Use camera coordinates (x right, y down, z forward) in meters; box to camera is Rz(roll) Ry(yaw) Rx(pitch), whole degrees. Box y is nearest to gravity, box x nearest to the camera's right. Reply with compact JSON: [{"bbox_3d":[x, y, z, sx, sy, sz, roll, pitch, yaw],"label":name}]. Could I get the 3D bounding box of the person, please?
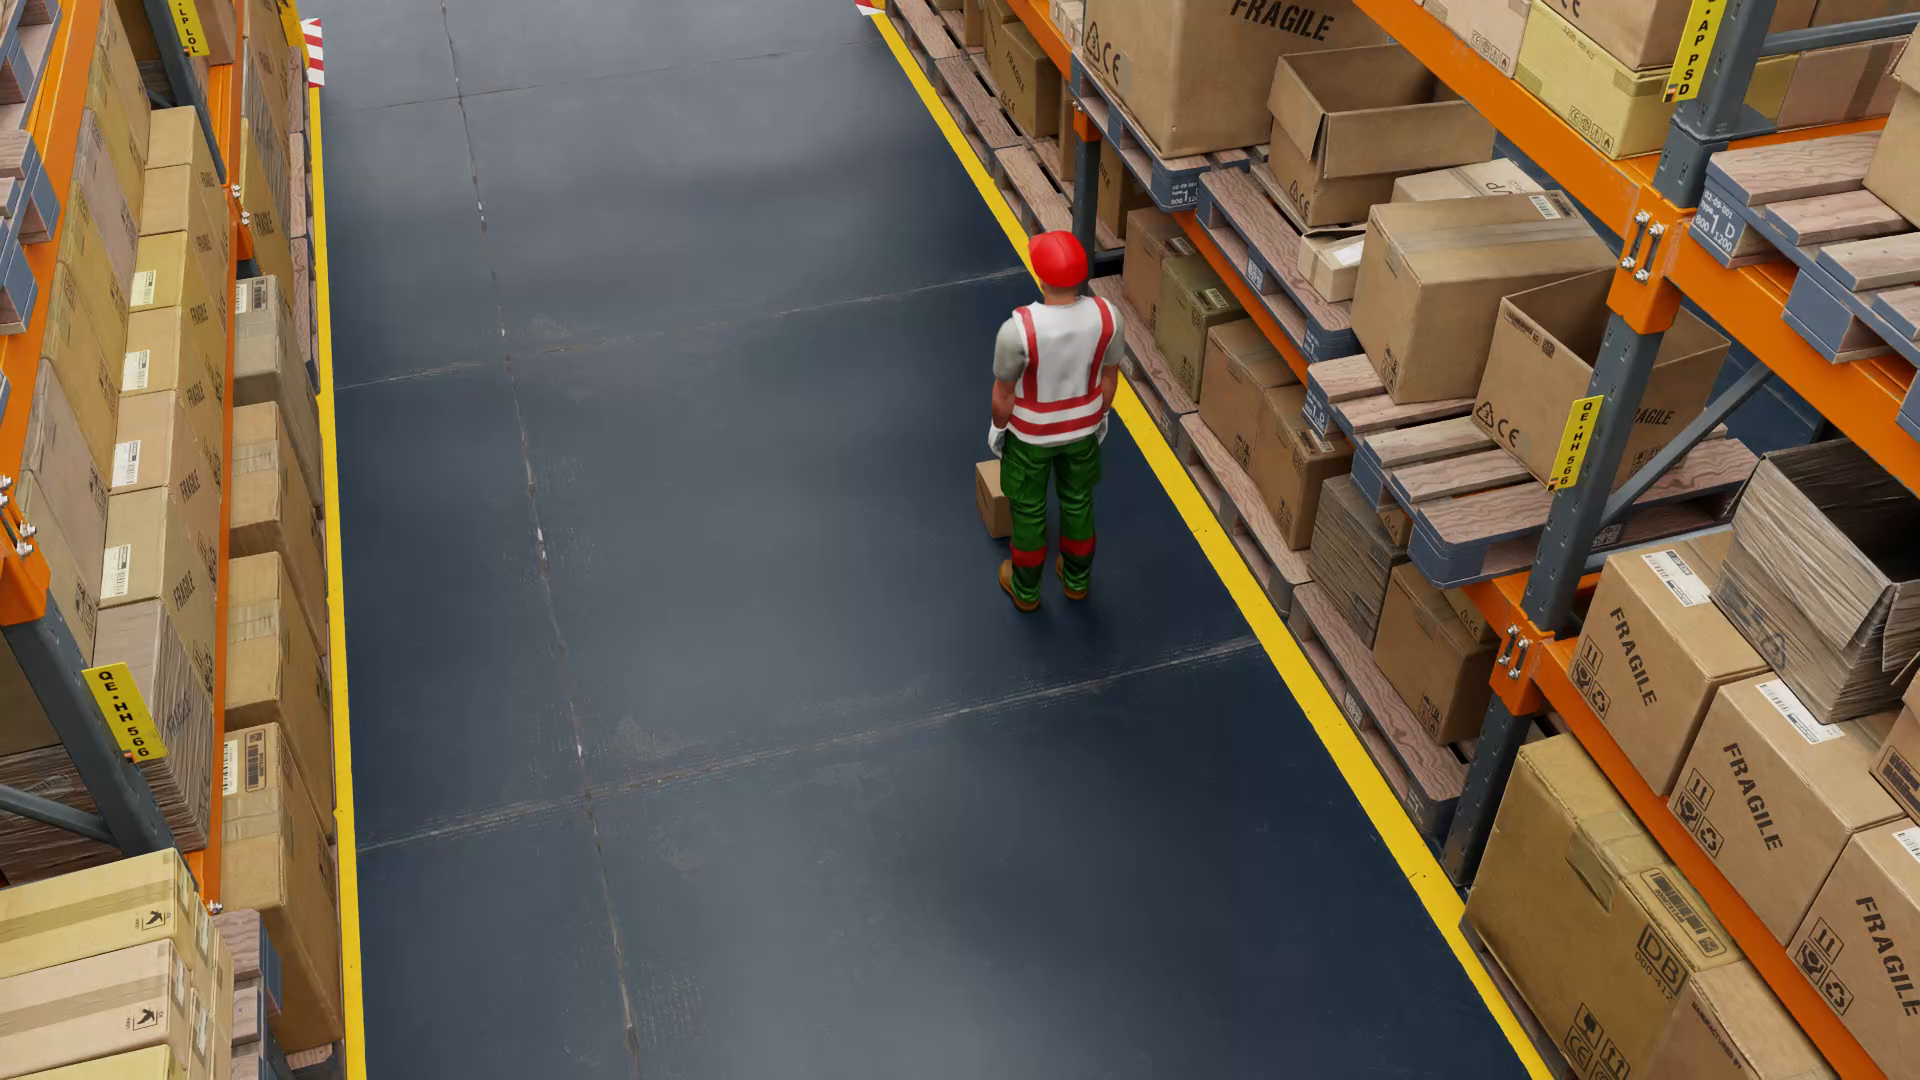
[{"bbox_3d":[0.364,-0.459,6.652,0.523,1.791,0.338,-11,43,-12],"label":"person"}]
